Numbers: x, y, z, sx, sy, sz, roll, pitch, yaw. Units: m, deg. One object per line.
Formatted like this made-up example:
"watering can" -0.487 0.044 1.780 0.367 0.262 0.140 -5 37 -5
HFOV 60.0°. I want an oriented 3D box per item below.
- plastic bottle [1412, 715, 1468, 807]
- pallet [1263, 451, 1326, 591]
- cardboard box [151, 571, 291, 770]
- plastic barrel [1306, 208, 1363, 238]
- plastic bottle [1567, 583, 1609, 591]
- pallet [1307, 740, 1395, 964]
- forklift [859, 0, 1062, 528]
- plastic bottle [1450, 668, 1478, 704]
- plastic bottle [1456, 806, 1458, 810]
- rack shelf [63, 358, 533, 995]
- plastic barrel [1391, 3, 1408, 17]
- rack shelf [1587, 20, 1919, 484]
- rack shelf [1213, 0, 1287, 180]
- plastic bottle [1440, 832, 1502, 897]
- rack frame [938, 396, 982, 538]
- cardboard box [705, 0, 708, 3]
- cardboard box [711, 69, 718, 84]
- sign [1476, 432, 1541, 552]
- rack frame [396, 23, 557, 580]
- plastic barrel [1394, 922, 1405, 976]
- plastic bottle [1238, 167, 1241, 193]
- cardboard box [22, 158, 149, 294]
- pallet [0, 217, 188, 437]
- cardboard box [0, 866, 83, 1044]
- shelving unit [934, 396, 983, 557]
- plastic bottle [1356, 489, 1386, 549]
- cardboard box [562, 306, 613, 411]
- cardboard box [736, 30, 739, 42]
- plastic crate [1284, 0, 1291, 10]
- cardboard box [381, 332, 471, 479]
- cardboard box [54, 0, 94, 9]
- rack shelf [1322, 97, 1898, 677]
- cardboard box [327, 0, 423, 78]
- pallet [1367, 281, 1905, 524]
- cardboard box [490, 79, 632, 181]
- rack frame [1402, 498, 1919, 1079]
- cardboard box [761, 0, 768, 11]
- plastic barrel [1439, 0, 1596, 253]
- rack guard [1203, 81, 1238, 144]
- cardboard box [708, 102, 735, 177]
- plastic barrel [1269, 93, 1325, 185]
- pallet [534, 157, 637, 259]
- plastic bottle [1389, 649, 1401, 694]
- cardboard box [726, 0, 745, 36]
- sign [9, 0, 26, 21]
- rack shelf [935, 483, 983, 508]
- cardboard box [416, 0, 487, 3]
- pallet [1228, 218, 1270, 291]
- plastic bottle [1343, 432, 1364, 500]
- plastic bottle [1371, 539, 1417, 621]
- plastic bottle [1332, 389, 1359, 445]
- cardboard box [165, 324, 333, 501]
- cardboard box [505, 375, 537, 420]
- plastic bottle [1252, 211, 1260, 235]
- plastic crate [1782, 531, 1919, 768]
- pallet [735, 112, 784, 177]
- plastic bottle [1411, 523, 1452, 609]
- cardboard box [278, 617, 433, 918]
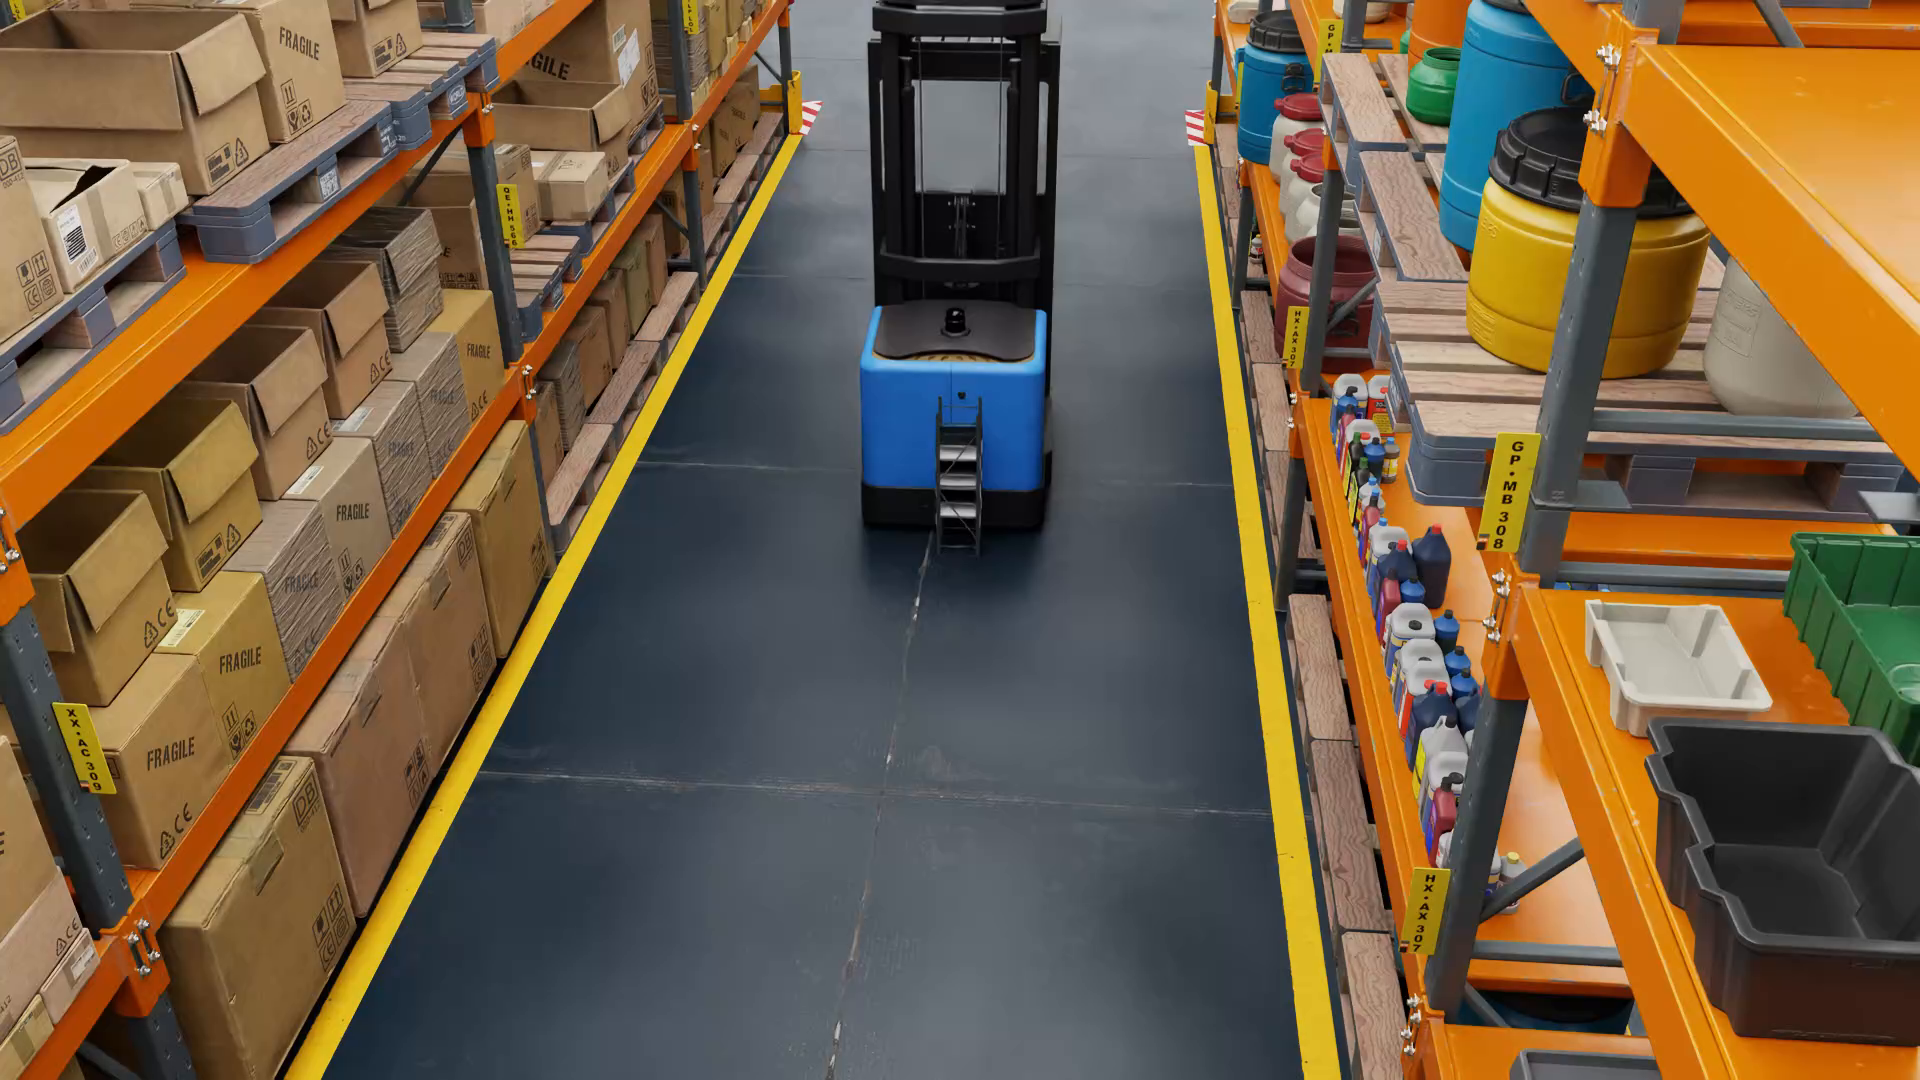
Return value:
"plastic bottle" 1.610 0.720 5.550 0.144 0.351 0.185 2 32 4
"pallet" 2.288 -0.114 9.515 1.003 0.211 1.213 2 32 4
"cardboard box" -2.749 0.447 5.851 0.500 0.500 0.500 3 32 4
"plastic barrel" 2.057 -1.493 8.987 0.421 0.512 0.421 0 32 0
"plastic bottle" 2.405 0.198 6.396 0.144 0.351 0.185 2 32 4
"pallet" 2.062 1.339 7.156 1.003 0.211 1.213 2 32 4
"forklift" 0.038 -2.062 10.083 1.130 2.935 3.031 2 32 3
"plastic bottle" 1.767 0.569 5.870 0.097 0.271 0.097 0 32 0
"plastic bottle" 1.624 0.929 5.353 0.097 0.201 0.097 0 32 0
"rack shelf" -2.913 0.243 6.963 1.077 0.370 4.000 2 32 4
"plastic barrel" 2.523 -3.120 8.465 0.600 0.830 0.708 2 32 4
"rack shelf" 1.698 0.162 1.757 1.077 0.370 4.000 2 32 4
"rack shelf" 2.675 -3.729 13.408 1.077 0.370 4.000 2 32 4
"plastic bottle" 1.571 1.027 5.124 0.152 0.276 0.135 2 32 4
"rack frame" 0.000 -0.399 9.320 0.240 0.900 0.006 2 32 3
"cardboard box" -2.095 -4.282 12.288 0.500 0.500 0.500 2 32 4
"cardboard box" -2.070 -3.587 12.731 0.380 0.149 0.250 2 32 4
"sign" 1.313 -0.112 3.985 0.100 0.325 0.005 2 32 4
"rack frame" -2.750 -1.110 8.472 1.000 3.000 0.127 2 32 4
"plastic barrel" 1.980 1.254 6.236 0.600 0.901 0.708 2 32 4
"plastic bottle" 2.352 -2.993 13.709 0.097 0.271 0.097 0 32 0
"cardboard box" -2.897 -1.006 5.128 0.500 0.311 0.500 1 32 2
"pallet" -3.050 -0.695 5.122 0.805 0.209 1.217 1 32 2
"cardboard box" -2.850 1.161 4.646 0.500 0.250 0.500 2 32 3
"shelving unit" -0.005 -0.346 9.234 0.258 0.900 0.210 2 32 3
"plastic bottle" 1.717 -0.088 6.937 0.097 0.271 0.097 0 32 0
"cardboard box" -2.644 -1.171 10.535 0.700 0.500 0.500 5 32 8
"cardboard box" -2.023 -4.111 13.582 0.380 0.149 0.250 2 32 4
"plastic crate" 3.095 -4.743 14.510 0.499 0.251 0.616 2 32 4
"cardboard box" -2.590 -0.623 7.587 0.500 0.500 0.500 2 32 4
"cardboard box" -7.319 -4.012 13.038 0.875 0.550 0.550 2 32 4
"rack shelf" 2.024 -0.823 5.833 1.077 0.370 4.000 2 32 4
"cardboard box" -2.728 -2.287 7.025 0.797 0.503 0.637 4 32 7
"pallet" 1.827 -0.417 4.669 1.213 0.211 1.003 2 32 4
"cardboard box" -2.473 -2.513 10.251 0.797 0.503 0.637 6 32 9
"rack frame" 1.861 1.194 4.734 1.000 3.000 0.127 2 32 4
"cardboard box" -1.906 -4.764 14.642 0.380 0.149 0.250 2 32 4
"plastic barrel" 1.847 -1.375 5.164 0.600 0.901 0.708 2 32 4
"rack guard" 2.879 -3.975 15.504 1.175 0.500 0.348 2 32 4
"cardboard box" -2.251 -3.441 14.237 0.500 0.500 0.500 5 32 9
"plastic barrel" 2.216 -2.557 10.690 0.433 0.535 0.433 0 32 0
"pallet" -2.630 -2.065 10.204 1.003 0.211 1.213 2 32 4
"plastic bottle" 1.635 0.471 6.096 0.097 0.201 0.097 0 32 0
"cardboard box" -2.228 -4.388 13.413 0.875 0.500 0.500 2 32 4
"sign" -6.818 -3.907 11.983 0.100 0.325 0.005 2 32 4
"rack shelf" -0.005 -0.241 9.299 0.258 0.077 0.200 2 32 3
"cardboard box" -2.455 -2.877 7.908 0.500 0.500 0.500 3 32 4
"pallet" 2.608 -2.152 12.821 1.003 0.211 1.213 2 32 4
"plastic bottle" 1.735 -0.326 7.311 0.061 0.283 0.133 2 32 4
"plastic bottle" 1.699 0.144 6.484 0.144 0.351 0.185 2 32 4
"plastic bottle" 1.792 -0.571 7.721 0.097 0.271 0.097 0 32 0
"cardboard box" -2.930 -0.506 6.441 0.797 0.503 0.637 3 32 6
"cardboard box" -2.725 -0.904 9.386 0.500 0.250 0.500 4 32 6
"plastic bottle" 2.277 -2.398 12.668 0.144 0.351 0.185 2 32 3
"plastic crate" 2.128 0.241 3.623 0.450 0.188 0.662 2 32 4
"pallet" -2.206 -3.643 15.240 1.003 0.211 1.213 2 32 4
"plastic bottle" 1.862 0.080 6.588 0.144 0.351 0.185 2 32 4
"cardboard box" -2.972 0.905 6.828 1.225 0.875 0.875 1 32 2
